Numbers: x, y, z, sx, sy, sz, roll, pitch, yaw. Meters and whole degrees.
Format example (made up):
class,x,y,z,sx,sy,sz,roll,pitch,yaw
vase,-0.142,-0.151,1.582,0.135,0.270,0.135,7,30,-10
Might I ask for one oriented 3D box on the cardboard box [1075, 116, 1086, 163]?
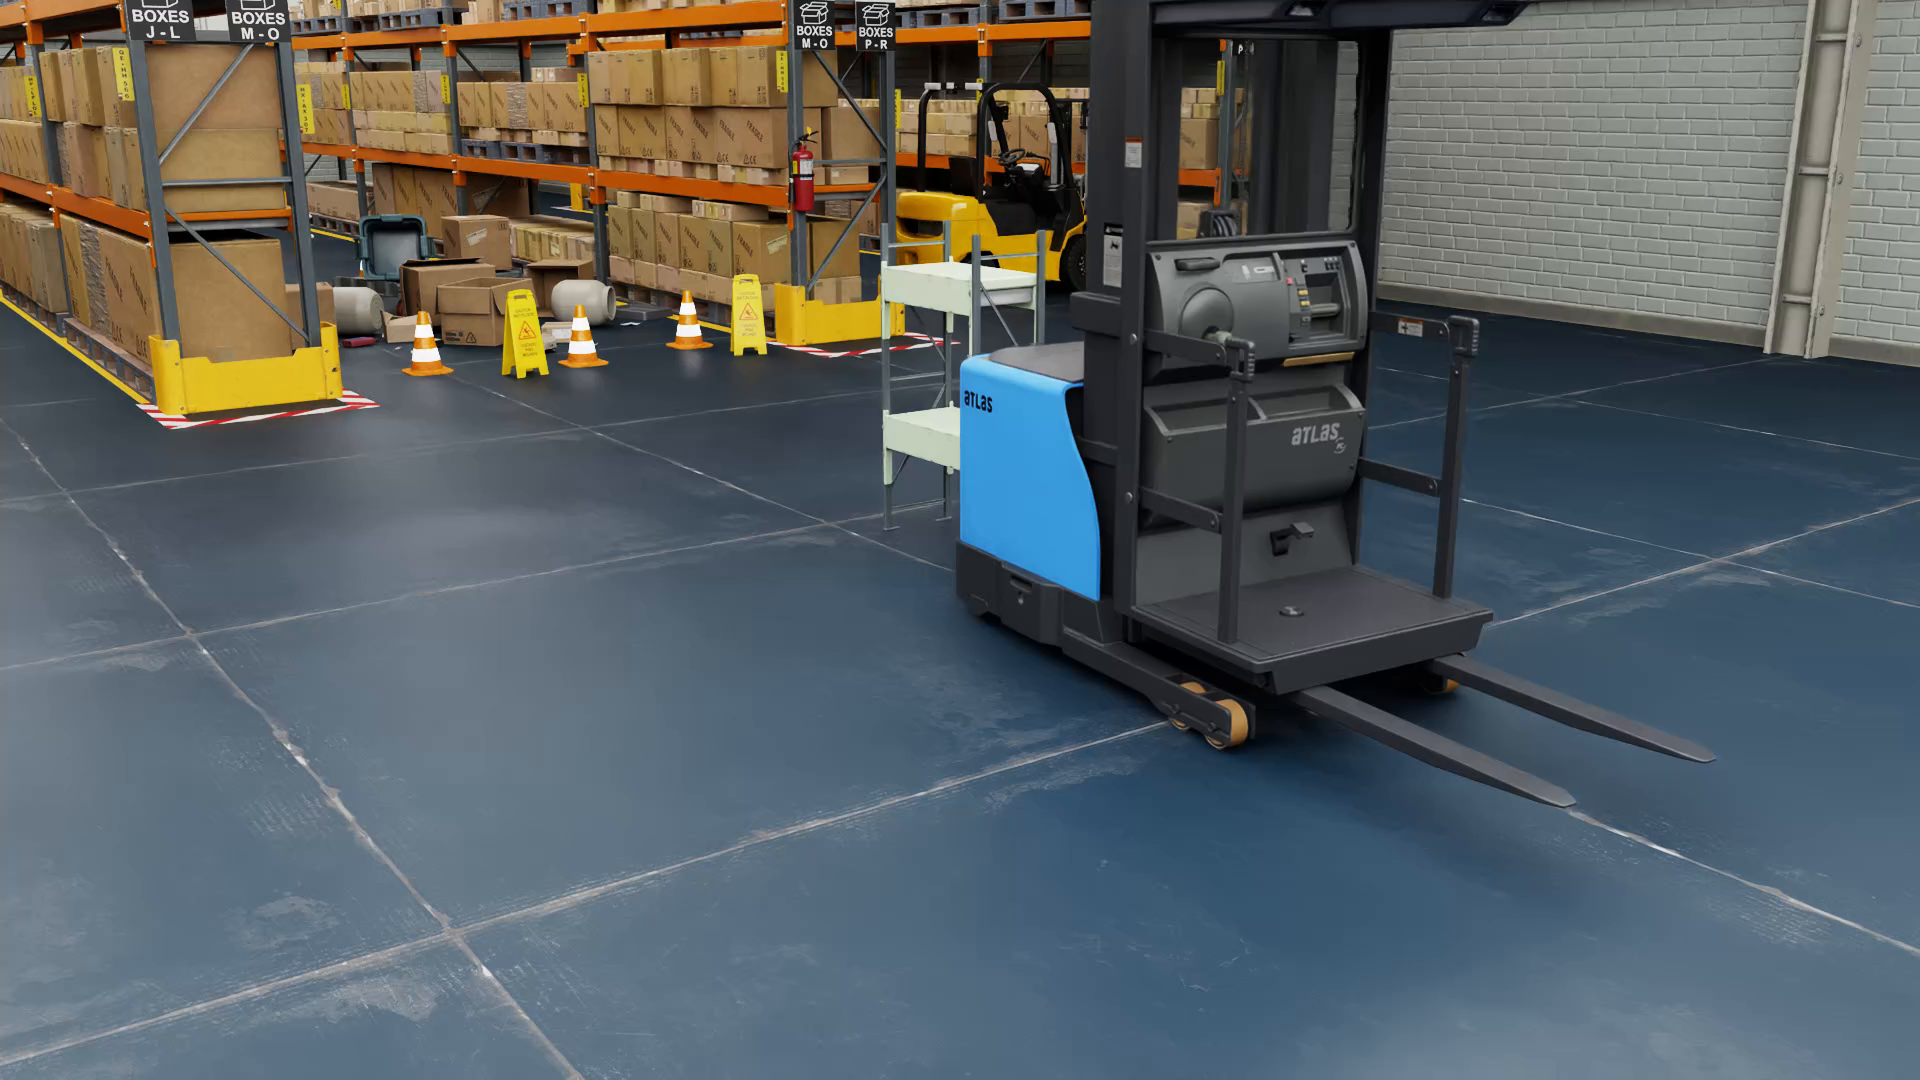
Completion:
class,x,y,z,sx,sy,sz,roll,pitch,yaw
cardboard box,1.617,-4.408,18.312,0.500,0.500,0.500,-11,19,-34

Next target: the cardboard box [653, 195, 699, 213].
class,x,y,z,sx,sy,sz,roll,pitch,yaw
cardboard box,-2.725,-3.232,15.967,0.380,0.149,0.250,-10,18,-31

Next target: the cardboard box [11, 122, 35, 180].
class,x,y,z,sx,sy,sz,roll,pitch,yaw
cardboard box,-8.405,-3.596,15.342,0.500,0.500,0.500,-11,19,-34

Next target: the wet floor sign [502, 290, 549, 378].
class,x,y,z,sx,sy,sz,roll,pitch,yaw
wet floor sign,-3.317,-1.573,12.601,0.232,0.644,0.267,14,21,42

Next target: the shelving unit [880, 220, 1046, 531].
class,x,y,z,sx,sy,sz,roll,pitch,yaw
shelving unit,0.004,-0.722,7.873,0.431,1.500,0.755,-11,19,-35

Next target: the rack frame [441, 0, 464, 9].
class,x,y,z,sx,sy,sz,roll,pitch,yaw
rack frame,-5.695,-7.799,19.526,1.000,3.000,0.127,-11,19,-35

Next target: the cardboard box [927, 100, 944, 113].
class,x,y,z,sx,sy,sz,roll,pitch,yaw
cardboard box,-0.240,-5.371,20.598,0.380,0.149,0.250,-12,19,-36

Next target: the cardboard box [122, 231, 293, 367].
class,x,y,z,sx,sy,sz,roll,pitch,yaw
cardboard box,-5.388,-1.720,11.907,0.875,0.875,0.875,-11,19,-34

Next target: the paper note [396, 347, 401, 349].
class,x,y,z,sx,sy,sz,roll,pitch,yaw
paper note,-4.708,-1.610,13.940,0.032,0.001,0.123,-2,15,-6

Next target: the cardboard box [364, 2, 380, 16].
class,x,y,z,sx,sy,sz,roll,pitch,yaw
cardboard box,-7.586,-6.972,21.832,0.380,0.166,0.250,-12,20,-38

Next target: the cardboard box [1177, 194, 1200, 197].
class,x,y,z,sx,sy,sz,roll,pitch,yaw
cardboard box,2.310,-3.674,18.336,0.500,0.250,0.500,-11,19,-35

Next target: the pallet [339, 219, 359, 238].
class,x,y,z,sx,sy,sz,roll,pitch,yaw
pallet,-8.430,-4.589,24.444,1.003,0.211,1.213,-11,19,-35

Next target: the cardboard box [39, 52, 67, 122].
class,x,y,z,sx,sy,sz,roll,pitch,yaw
cardboard box,-7.098,-3.771,13.841,0.875,0.550,0.550,-11,19,-35

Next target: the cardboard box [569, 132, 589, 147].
class,x,y,z,sx,sy,sz,roll,pitch,yaw
cardboard box,-3.869,-4.200,17.420,0.380,0.149,0.250,-11,19,-34

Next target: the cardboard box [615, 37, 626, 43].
class,x,y,z,sx,sy,sz,roll,pitch,yaw
cardboard box,-5.413,-8.212,27.191,0.380,0.149,0.250,-10,18,-33

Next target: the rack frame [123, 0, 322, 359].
class,x,y,z,sx,sy,sz,roll,pitch,yaw
rack frame,-4.935,-2.407,11.190,1.000,3.000,0.127,-11,19,-35

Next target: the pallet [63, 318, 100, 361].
class,x,y,z,sx,sy,sz,roll,pitch,yaw
pallet,-6.904,-1.742,14.041,1.003,0.211,1.213,-11,19,-35

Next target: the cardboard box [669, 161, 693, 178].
class,x,y,z,sx,sy,sz,roll,pitch,yaw
cardboard box,-2.502,-3.489,15.618,0.380,0.149,0.250,-11,19,-35

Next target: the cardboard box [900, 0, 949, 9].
class,x,y,z,sx,sy,sz,roll,pitch,yaw
cardboard box,-0.404,-6.758,20.587,0.500,0.311,0.500,-12,19,-36

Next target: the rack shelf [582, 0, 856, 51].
class,x,y,z,sx,sy,sz,roll,pitch,yaw
rack shelf,-2.167,-4.724,15.336,1.077,0.370,4.000,-11,19,-35

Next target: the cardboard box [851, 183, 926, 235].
class,x,y,z,sx,sy,sz,roll,pitch,yaw
cardboard box,-0.936,-4.460,22.394,0.875,0.625,0.625,-10,18,-33

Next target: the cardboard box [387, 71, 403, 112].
class,x,y,z,sx,sy,sz,roll,pitch,yaw
cardboard box,-7.097,-5.830,21.613,0.500,0.500,0.500,-11,19,-35

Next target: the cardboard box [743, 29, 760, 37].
class,x,y,z,sx,sy,sz,roll,pitch,yaw
cardboard box,-2.770,-7.337,23.804,0.500,0.250,0.500,-11,19,-35

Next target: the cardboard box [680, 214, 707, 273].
class,x,y,z,sx,sy,sz,roll,pitch,yaw
cardboard box,-2.274,-2.786,15.565,0.500,0.500,0.500,-11,19,-36

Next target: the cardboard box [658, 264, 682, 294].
class,x,y,z,sx,sy,sz,roll,pitch,yaw
cardboard box,-2.577,-2.535,16.069,0.500,0.250,0.500,-11,19,-35

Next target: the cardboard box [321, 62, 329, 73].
class,x,y,z,sx,sy,sz,roll,pitch,yaw
cardboard box,-9.031,-6.847,24.097,0.380,0.149,0.250,-11,19,-35

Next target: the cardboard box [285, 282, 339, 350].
class,x,y,z,sx,sy,sz,roll,pitch,yaw
cardboard box,-5.545,-1.885,14.011,0.500,0.500,0.500,-7,17,-25

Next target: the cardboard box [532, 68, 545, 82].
class,x,y,z,sx,sy,sz,roll,pitch,yaw
cardboard box,-4.393,-5.022,17.966,0.380,0.149,0.250,-12,19,-37

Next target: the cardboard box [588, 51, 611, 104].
class,x,y,z,sx,sy,sz,roll,pitch,yaw
cardboard box,-3.259,-4.598,16.546,0.700,0.500,0.500,-11,19,-35

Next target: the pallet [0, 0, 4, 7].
class,x,y,z,sx,sy,sz,roll,pitch,yaw
pallet,-8.558,-5.104,15.718,1.003,0.211,1.213,-10,18,-32

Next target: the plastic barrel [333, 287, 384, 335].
class,x,y,z,sx,sy,sz,roll,pitch,yaw
plastic barrel,-5.380,-2.015,14.636,0.512,0.421,0.421,1,15,4

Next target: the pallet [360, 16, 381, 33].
class,x,y,z,sx,sy,sz,roll,pitch,yaw
pallet,-7.468,-6.926,22.380,0.805,0.209,1.217,-12,19,-37

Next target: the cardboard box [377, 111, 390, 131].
class,x,y,z,sx,sy,sz,roll,pitch,yaw
cardboard box,-7.411,-5.572,22.089,0.500,0.250,0.500,-11,19,-34

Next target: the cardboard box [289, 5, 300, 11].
class,x,y,z,sx,sy,sz,roll,pitch,yaw
cardboard box,-10.061,-8.157,25.814,0.500,0.250,0.500,-13,20,-40

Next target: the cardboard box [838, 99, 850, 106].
class,x,y,z,sx,sy,sz,roll,pitch,yaw
cardboard box,-1.403,-5.817,22.228,0.380,0.149,0.250,-10,18,-33

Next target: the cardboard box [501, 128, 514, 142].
class,x,y,z,sx,sy,sz,roll,pitch,yaw
cardboard box,-5.041,-4.656,19.087,0.380,0.149,0.250,-10,18,-31

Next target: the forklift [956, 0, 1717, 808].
class,x,y,z,sx,sy,sz,roll,pitch,yaw
forklift,1.168,-0.856,5.652,1.130,2.935,3.031,-9,18,-30

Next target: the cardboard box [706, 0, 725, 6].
class,x,y,z,sx,sy,sz,roll,pitch,yaw
cardboard box,-2.008,-4.776,14.638,0.380,0.149,0.250,-11,19,-35

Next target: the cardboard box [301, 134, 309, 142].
class,x,y,z,sx,sy,sz,roll,pitch,yaw
cardboard box,-9.744,-6.300,25.223,0.500,0.500,0.500,-11,19,-35

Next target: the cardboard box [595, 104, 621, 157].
class,x,y,z,sx,sy,sz,roll,pitch,yaw
cardboard box,-3.310,-4.106,16.643,0.500,0.500,0.500,-11,19,-35

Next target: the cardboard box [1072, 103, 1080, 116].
class,x,y,z,sx,sy,sz,roll,pitch,yaw
cardboard box,1.374,-4.797,18.503,0.380,0.149,0.250,-12,19,-36

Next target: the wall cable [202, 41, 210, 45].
class,x,y,z,sx,sy,sz,roll,pitch,yaw
wall cable,-13.733,-8.320,30.807,0.585,1.953,0.123,-11,19,-35

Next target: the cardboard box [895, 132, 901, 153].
class,x,y,z,sx,sy,sz,roll,pitch,yaw
cardboard box,-0.715,-5.144,21.472,0.500,0.250,0.500,-10,18,-33

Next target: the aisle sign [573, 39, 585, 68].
class,x,y,z,sx,sy,sz,roll,pitch,yaw
aisle sign,-6.663,-8.608,28.921,0.394,0.787,0.004,-11,19,-35

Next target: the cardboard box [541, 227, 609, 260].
class,x,y,z,sx,sy,sz,roll,pitch,yaw
cardboard box,-4.079,-3.251,18.455,0.950,0.372,0.625,-10,18,-31

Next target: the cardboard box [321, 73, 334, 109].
class,x,y,z,sx,sy,sz,roll,pitch,yaw
cardboard box,-8.839,-6.458,23.905,0.500,0.500,0.500,-11,19,-35

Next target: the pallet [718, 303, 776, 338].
class,x,y,z,sx,sy,sz,roll,pitch,yaw
pallet,-1.485,-2.048,15.157,1.003,0.211,1.213,-11,19,-35

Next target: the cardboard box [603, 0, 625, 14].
class,x,y,z,sx,sy,sz,roll,pitch,yaw
cardboard box,-3.251,-5.208,16.214,0.380,0.149,0.250,-11,19,-34

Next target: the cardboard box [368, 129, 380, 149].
class,x,y,z,sx,sy,sz,roll,pitch,yaw
cardboard box,-7.696,-5.442,22.562,0.500,0.250,0.500,-11,19,-36

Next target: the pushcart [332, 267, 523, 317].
class,x,y,z,sx,sy,sz,roll,pitch,yaw
pushcart,-5.158,-2.422,16.211,0.936,0.377,1.648,10,18,33

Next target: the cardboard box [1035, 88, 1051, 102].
class,x,y,z,sx,sy,sz,roll,pitch,yaw
cardboard box,1.070,-5.047,18.854,0.380,0.149,0.250,-10,18,-33

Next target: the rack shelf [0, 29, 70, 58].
class,x,y,z,sx,sy,sz,roll,pitch,yaw
rack shelf,-10.815,-5.643,18.691,1.077,0.370,4.000,-11,19,-35

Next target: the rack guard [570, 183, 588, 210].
class,x,y,z,sx,sy,sz,roll,pitch,yaw
rack guard,-6.341,-6.163,29.648,1.175,0.500,0.348,-11,19,-35

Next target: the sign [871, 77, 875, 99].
class,x,y,z,sx,sy,sz,roll,pitch,yaw
sign,-1.235,-6.322,23.300,0.100,0.325,0.005,-11,19,-35

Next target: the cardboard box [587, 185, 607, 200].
class,x,y,z,sx,sy,sz,roll,pitch,yaw
cardboard box,-6.103,-6.238,29.120,0.797,0.503,0.637,-12,19,-37

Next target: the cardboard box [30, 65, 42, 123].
class,x,y,z,sx,sy,sz,roll,pitch,yaw
cardboard box,-7.888,-4.007,14.950,0.700,0.500,0.500,-11,19,-35

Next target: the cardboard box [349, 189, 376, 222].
class,x,y,z,sx,sy,sz,roll,pitch,yaw
cardboard box,-8.329,-4.877,24.272,0.875,0.438,0.875,-11,19,-35
